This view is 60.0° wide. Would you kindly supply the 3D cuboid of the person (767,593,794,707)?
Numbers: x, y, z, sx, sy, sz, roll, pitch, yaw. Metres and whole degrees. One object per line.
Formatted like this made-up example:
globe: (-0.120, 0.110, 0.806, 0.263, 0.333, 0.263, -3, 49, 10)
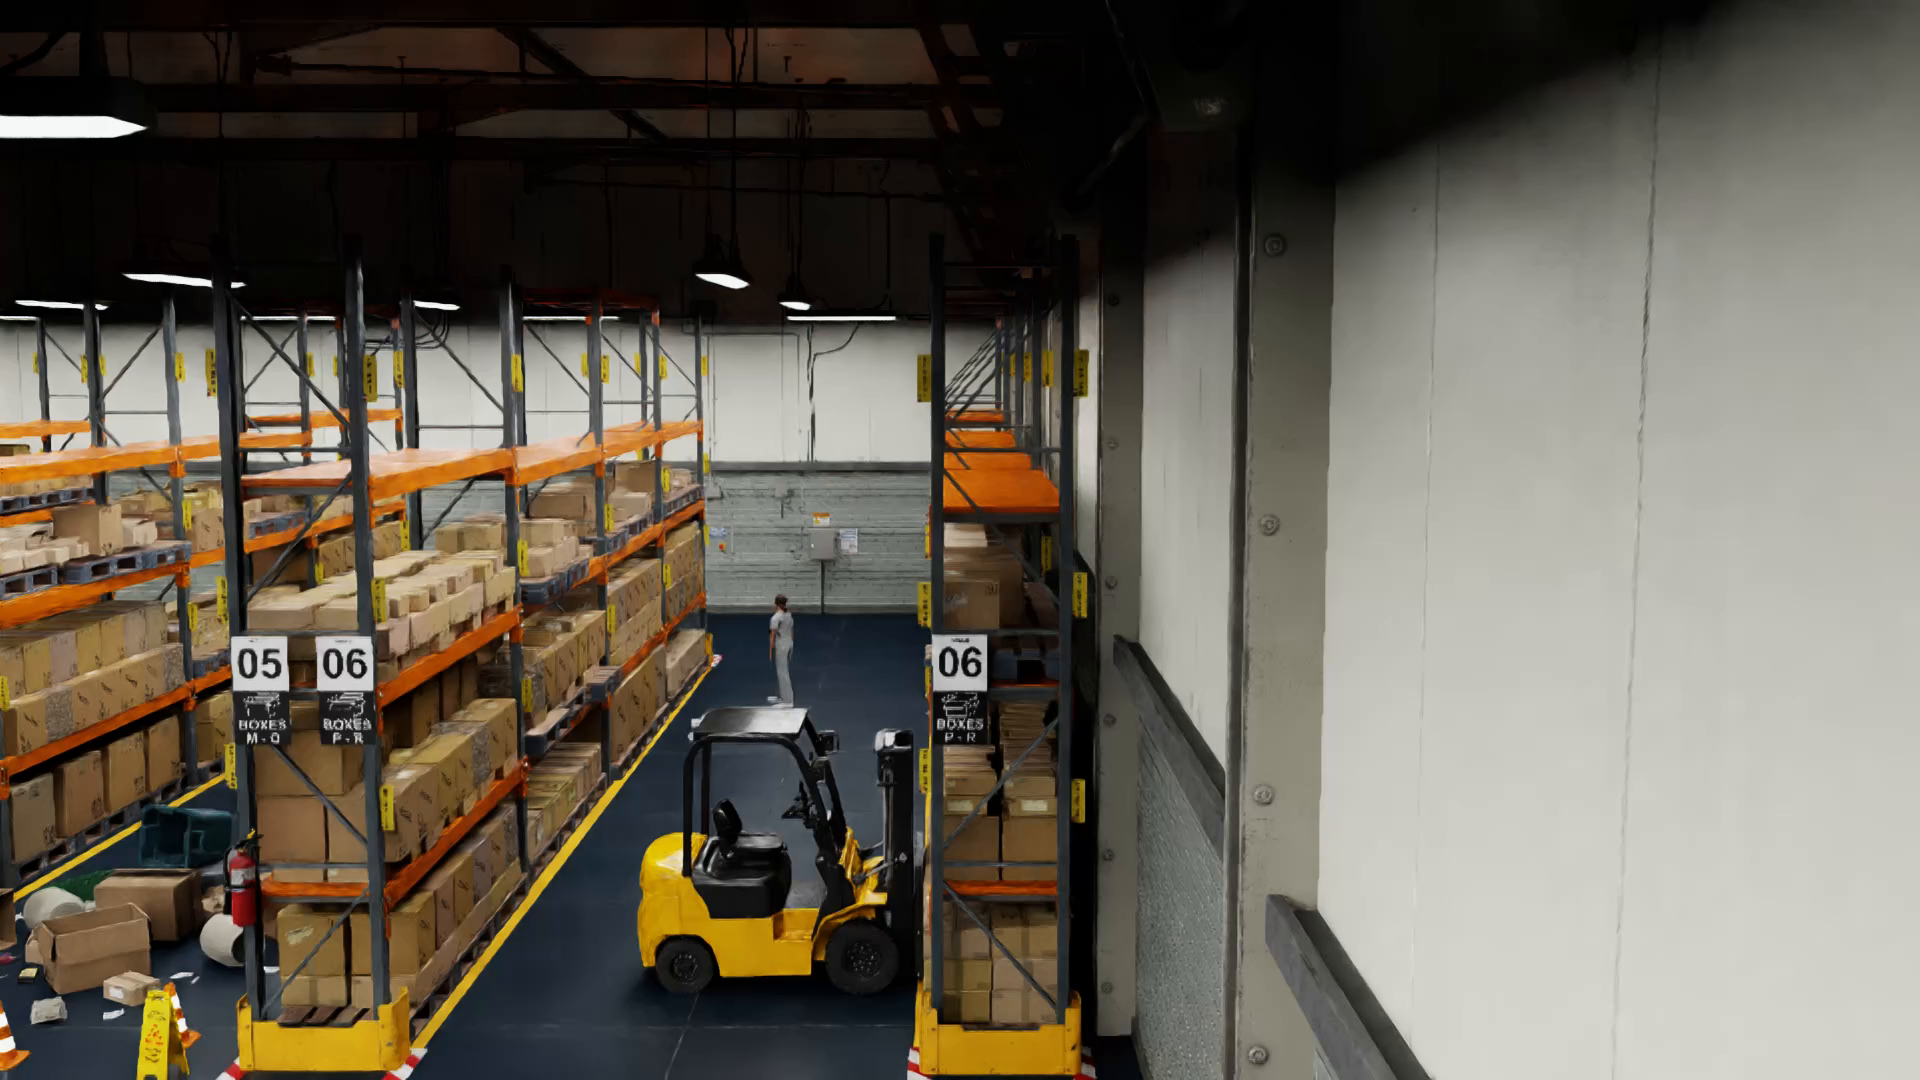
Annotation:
person: (-2.663, 1.611, 24.551, 0.575, 1.666, 0.576, 3, 7, 25)
